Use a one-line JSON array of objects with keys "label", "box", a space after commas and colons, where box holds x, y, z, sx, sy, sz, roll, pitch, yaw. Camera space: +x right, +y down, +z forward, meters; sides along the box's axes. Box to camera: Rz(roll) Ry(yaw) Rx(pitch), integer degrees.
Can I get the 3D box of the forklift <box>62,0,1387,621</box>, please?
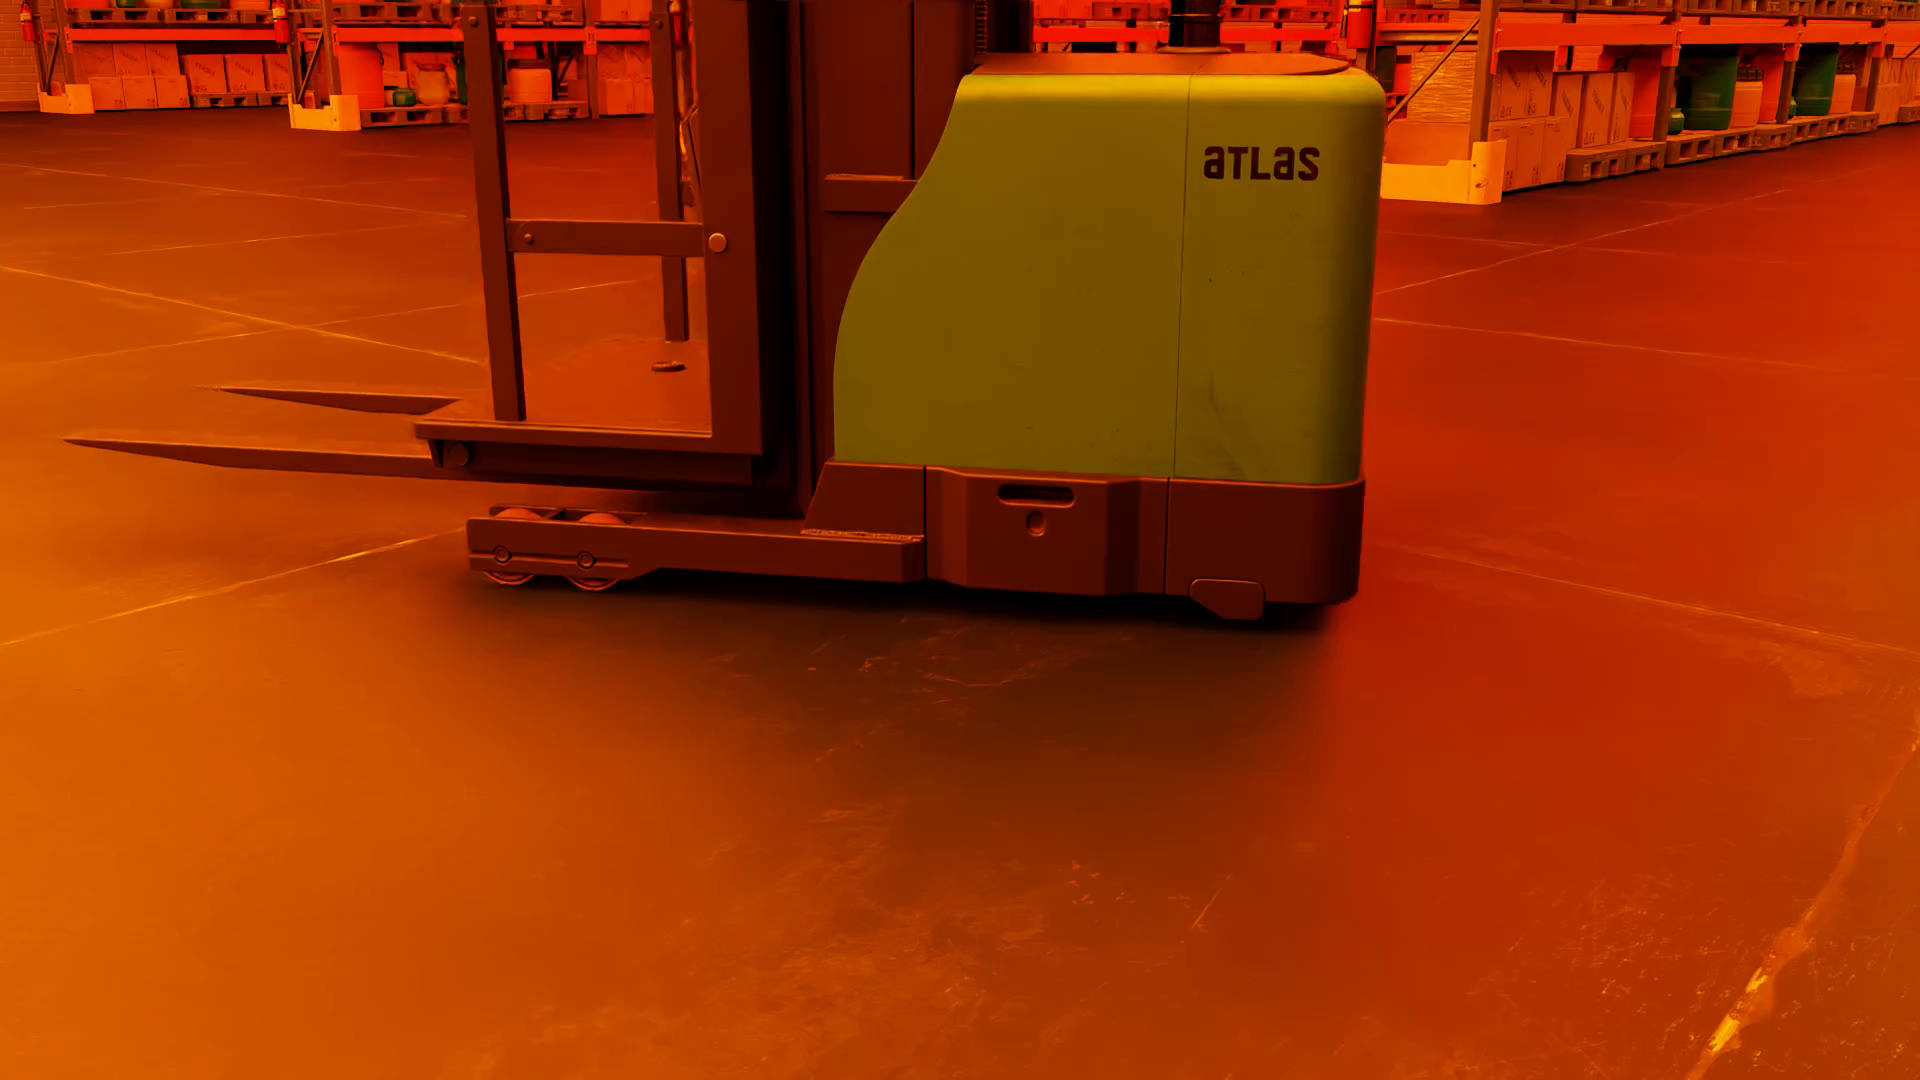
[{"label": "forklift", "box": [-0.598, -1.438, 3.633, 3.031, 2.935, 1.130, 3, 17, 11]}]
